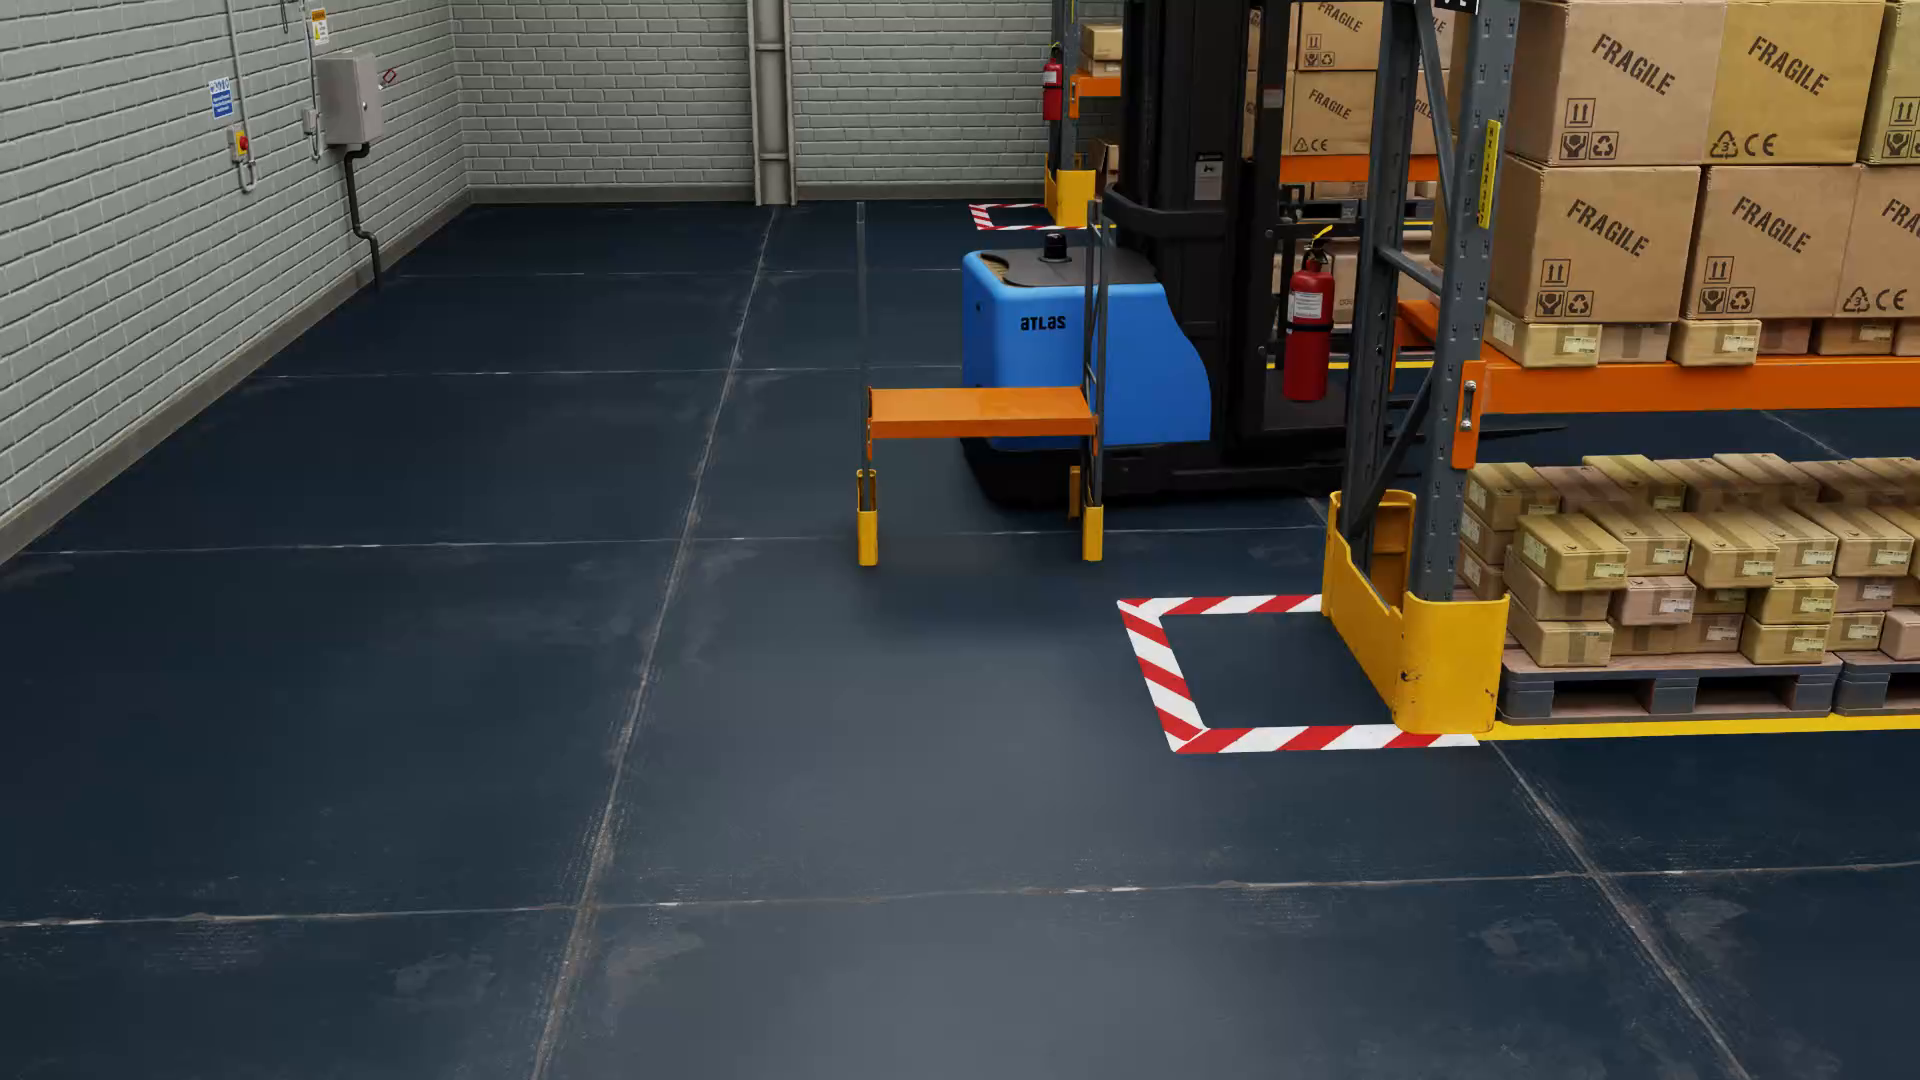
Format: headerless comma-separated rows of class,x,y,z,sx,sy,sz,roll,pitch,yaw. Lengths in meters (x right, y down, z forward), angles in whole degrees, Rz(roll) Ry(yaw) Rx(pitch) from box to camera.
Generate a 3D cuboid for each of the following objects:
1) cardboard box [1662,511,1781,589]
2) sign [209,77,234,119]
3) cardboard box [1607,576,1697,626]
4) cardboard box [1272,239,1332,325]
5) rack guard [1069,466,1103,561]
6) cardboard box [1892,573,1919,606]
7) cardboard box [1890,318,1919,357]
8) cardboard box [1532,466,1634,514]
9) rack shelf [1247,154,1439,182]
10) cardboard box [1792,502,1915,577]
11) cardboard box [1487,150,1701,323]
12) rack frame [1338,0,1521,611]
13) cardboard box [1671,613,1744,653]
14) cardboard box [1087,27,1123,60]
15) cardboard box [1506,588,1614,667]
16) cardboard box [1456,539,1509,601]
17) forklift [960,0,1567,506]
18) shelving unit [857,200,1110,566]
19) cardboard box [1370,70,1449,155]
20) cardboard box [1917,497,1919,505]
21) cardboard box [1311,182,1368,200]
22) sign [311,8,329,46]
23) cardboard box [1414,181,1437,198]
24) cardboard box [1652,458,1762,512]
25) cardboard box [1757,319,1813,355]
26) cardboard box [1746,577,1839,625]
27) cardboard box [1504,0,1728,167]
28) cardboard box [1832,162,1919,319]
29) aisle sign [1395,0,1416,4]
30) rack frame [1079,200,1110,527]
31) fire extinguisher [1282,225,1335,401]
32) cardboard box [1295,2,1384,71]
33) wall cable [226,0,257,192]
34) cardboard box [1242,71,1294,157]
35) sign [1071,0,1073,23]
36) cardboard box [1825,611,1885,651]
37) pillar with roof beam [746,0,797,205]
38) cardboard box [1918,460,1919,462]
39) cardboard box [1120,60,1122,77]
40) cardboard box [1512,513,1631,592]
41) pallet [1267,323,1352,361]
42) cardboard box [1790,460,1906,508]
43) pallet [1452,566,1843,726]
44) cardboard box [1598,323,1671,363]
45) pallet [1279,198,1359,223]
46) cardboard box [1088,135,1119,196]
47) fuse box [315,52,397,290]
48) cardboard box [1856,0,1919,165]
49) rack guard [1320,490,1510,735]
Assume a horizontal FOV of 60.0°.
cardboard box,2.683,0.033,5.899,0.250,0.149,0.380,-1,21,-3
sign,-4.457,-2.669,10.035,0.001,0.218,0.327,-1,21,-3
cardboard box,2.427,0.165,5.970,0.250,0.149,0.380,-1,21,-3
cardboard box,1.883,-1.731,10.963,0.875,0.438,0.875,-2,21,-5
rack guard,0.573,-0.128,7.607,0.087,0.250,0.587,-1,21,-3
cardboard box,3.457,0.103,6.134,0.250,0.149,0.380,0,21,0
cardboard box,3.250,-0.752,5.733,0.250,0.149,0.380,-2,21,-4
cardboard box,2.381,-0.155,6.392,0.250,0.149,0.380,-1,21,-2
rack shelf,3.226,-2.388,10.688,4.000,0.370,1.077,-1,21,-3
cardboard box,3.203,-0.004,5.995,0.250,0.149,0.380,0,21,-1
cardboard box,2.077,-1.024,5.536,0.500,0.500,0.500,0,21,0
rack frame,1.613,-0.927,5.840,0.127,3.000,1.000,-1,21,-3
cardboard box,2.659,0.270,6.112,0.250,0.149,0.380,-1,21,-2
cardboard box,1.411,-4.429,14.831,0.500,0.250,0.500,-1,21,-3
cardboard box,2.154,0.312,6.002,0.250,0.149,0.380,-1,21,-2
cardboard box,2.127,0.124,6.496,0.250,0.149,0.380,-1,21,-2
forklift,1.564,-1.767,8.142,3.031,2.935,1.130,-3,21,-9
shelving unit,0.076,-0.702,7.358,1.083,1.500,0.587,-1,21,-3
cardboard box,2.737,-2.662,10.257,0.500,0.500,0.500,-1,21,-3
cardboard box,3.714,-0.032,6.069,0.250,0.149,0.380,-1,21,-3
cardboard box,3.451,-3.478,15.464,0.500,0.500,0.700,-2,21,-5
sign,-4.576,-3.672,11.889,0.001,0.242,0.339,-1,21,-3
cardboard box,4.397,-3.276,15.427,0.250,0.149,0.380,-2,21,-5
cardboard box,2.895,-0.188,6.479,0.250,0.149,0.380,-2,21,-5
cardboard box,2.730,-0.760,5.755,0.250,0.149,0.380,0,21,-1
cardboard box,2.929,0.162,5.978,0.250,0.149,0.380,-1,21,-1
cardboard box,2.076,-1.495,5.368,0.500,0.500,0.500,-1,21,-3
cardboard box,3.100,-1.049,5.603,0.500,0.500,0.500,-1,21,-2
aisle sign,1.523,-2.247,5.654,0.004,0.787,0.394,-1,21,-3
rack frame,0.593,-0.713,7.386,0.032,1.500,0.500,-1,21,-3
fire extinguisher,1.335,-0.876,6.338,0.183,0.674,0.296,-1,21,-3
cardboard box,2.240,-3.119,10.052,0.500,0.500,0.500,-2,21,-5
wall cable,-4.399,-3.050,9.945,0.123,1.953,0.585,-1,21,-3
cardboard box,1.725,-2.638,10.194,0.500,0.500,0.500,-1,21,-3
sign,0.974,-4.658,14.424,0.005,0.325,0.100,-1,21,-3
cardboard box,3.169,0.265,6.126,0.250,0.149,0.380,-1,21,-3
pillar with roof beam,-1.555,-5.986,10.698,0.400,9.000,9.100,-1,21,-3
cardboard box,3.938,-0.185,6.472,0.250,0.149,0.380,-2,21,-5
cardboard box,1.538,-4.260,14.948,0.250,0.149,0.380,-1,21,-2
cardboard box,2.156,0.041,5.878,0.250,0.149,0.380,-2,21,-6
pallet,2.023,-1.424,11.065,1.213,0.211,1.003,-1,21,-3
cardboard box,3.429,-0.179,6.456,0.250,0.149,0.380,-2,21,-5
pallet,2.502,0.371,6.351,1.213,0.211,1.003,-1,21,-3
cardboard box,2.207,-0.720,5.649,0.250,0.149,0.380,0,21,-1
pallet,3.029,-3.185,15.691,1.213,0.211,1.003,-1,21,-3
cardboard box,1.559,-3.455,15.398,0.637,0.503,0.797,-2,21,-5
fuse box,-4.373,-2.708,12.328,0.414,1.711,0.539,-1,21,-3
cardboard box,3.100,-1.510,5.408,0.500,0.500,0.500,-2,21,-4
rack guard,1.689,0.240,6.289,0.348,0.500,1.175,-1,21,-3
